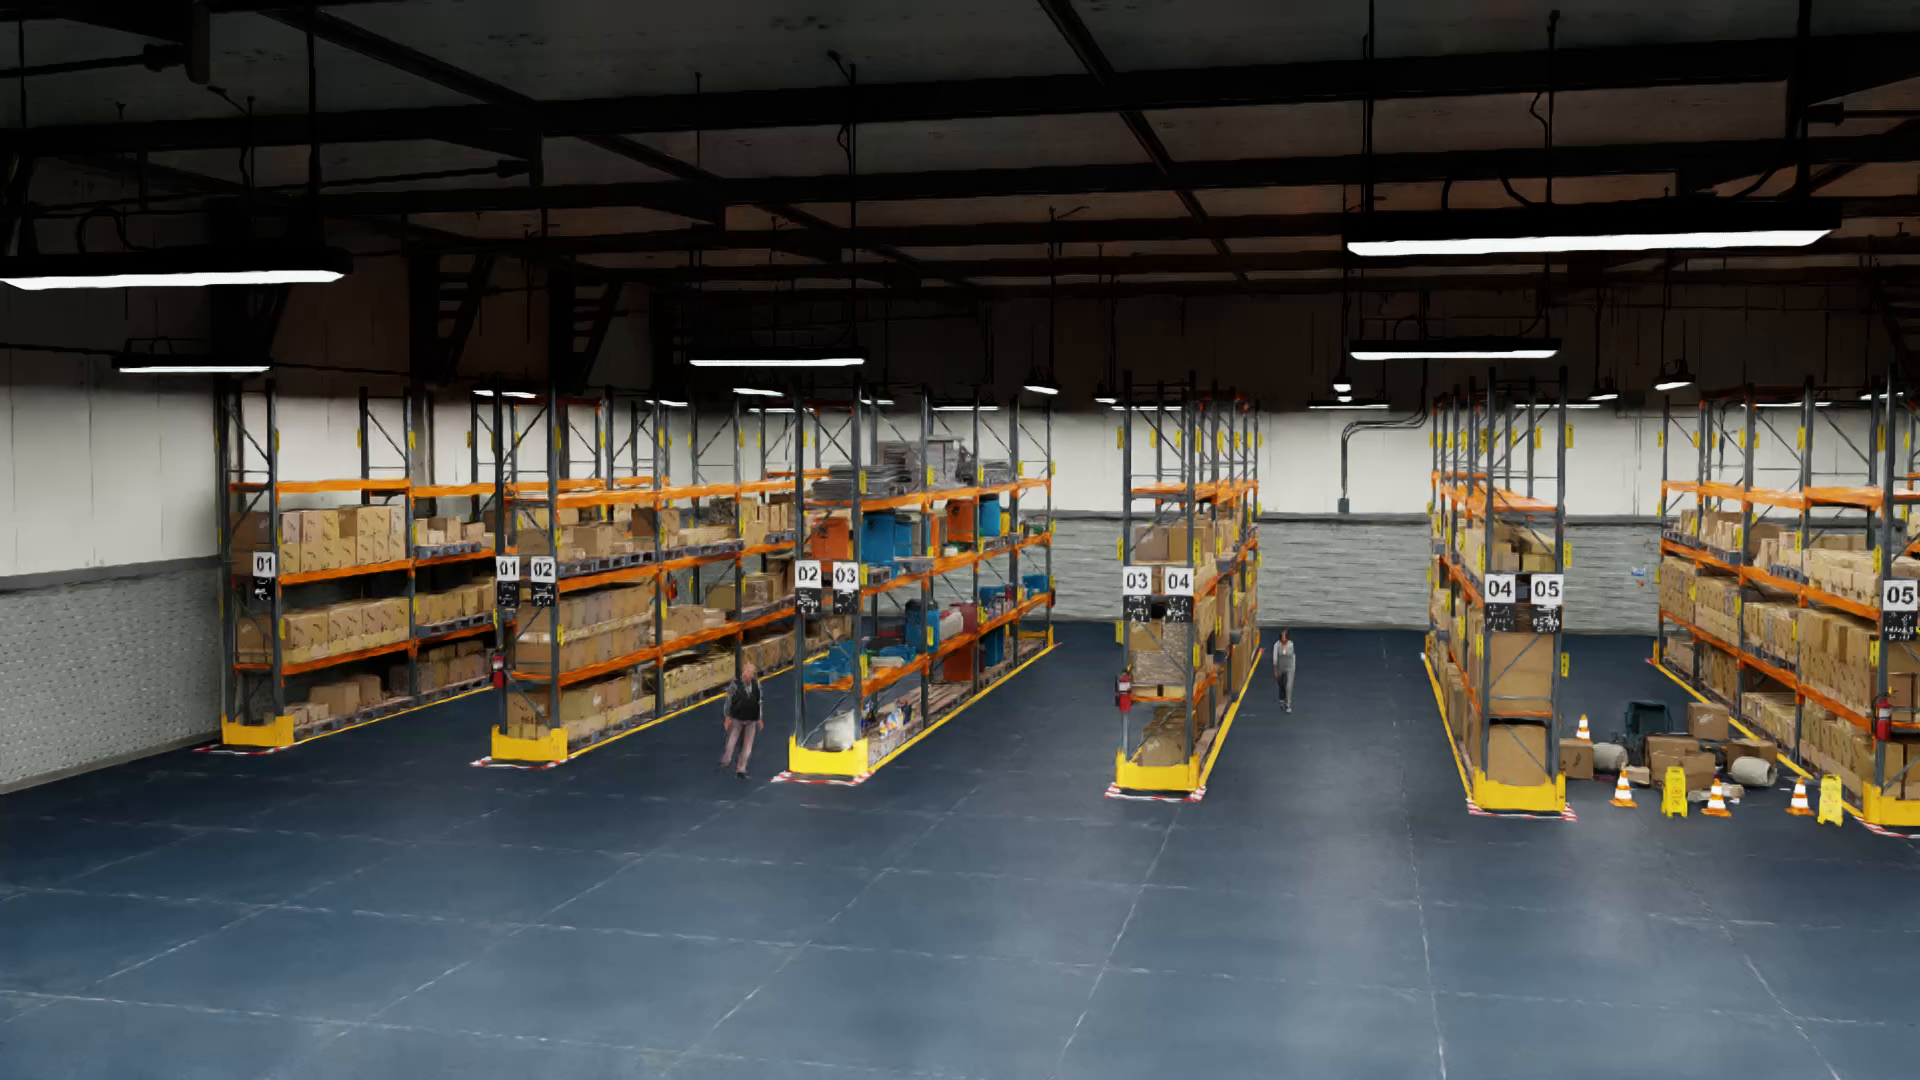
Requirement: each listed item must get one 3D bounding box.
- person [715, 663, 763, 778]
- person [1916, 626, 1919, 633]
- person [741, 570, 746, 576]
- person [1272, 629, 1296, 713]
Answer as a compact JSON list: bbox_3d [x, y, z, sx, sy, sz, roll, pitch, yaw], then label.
[{"bbox_3d":[-3.285,2.673,24.708,0.707,1.704,0.511,-2,4,-25],"label":"person"},{"bbox_3d":[16.622,2.360,29.098,0.574,1.764,0.669,3,5,42],"label":"person"},{"bbox_3d":[-5.579,1.593,42.647,0.682,1.715,0.536,1,4,12],"label":"person"},{"bbox_3d":[5.977,2.388,30.692,0.417,1.517,1.037,1,4,16],"label":"person"}]
